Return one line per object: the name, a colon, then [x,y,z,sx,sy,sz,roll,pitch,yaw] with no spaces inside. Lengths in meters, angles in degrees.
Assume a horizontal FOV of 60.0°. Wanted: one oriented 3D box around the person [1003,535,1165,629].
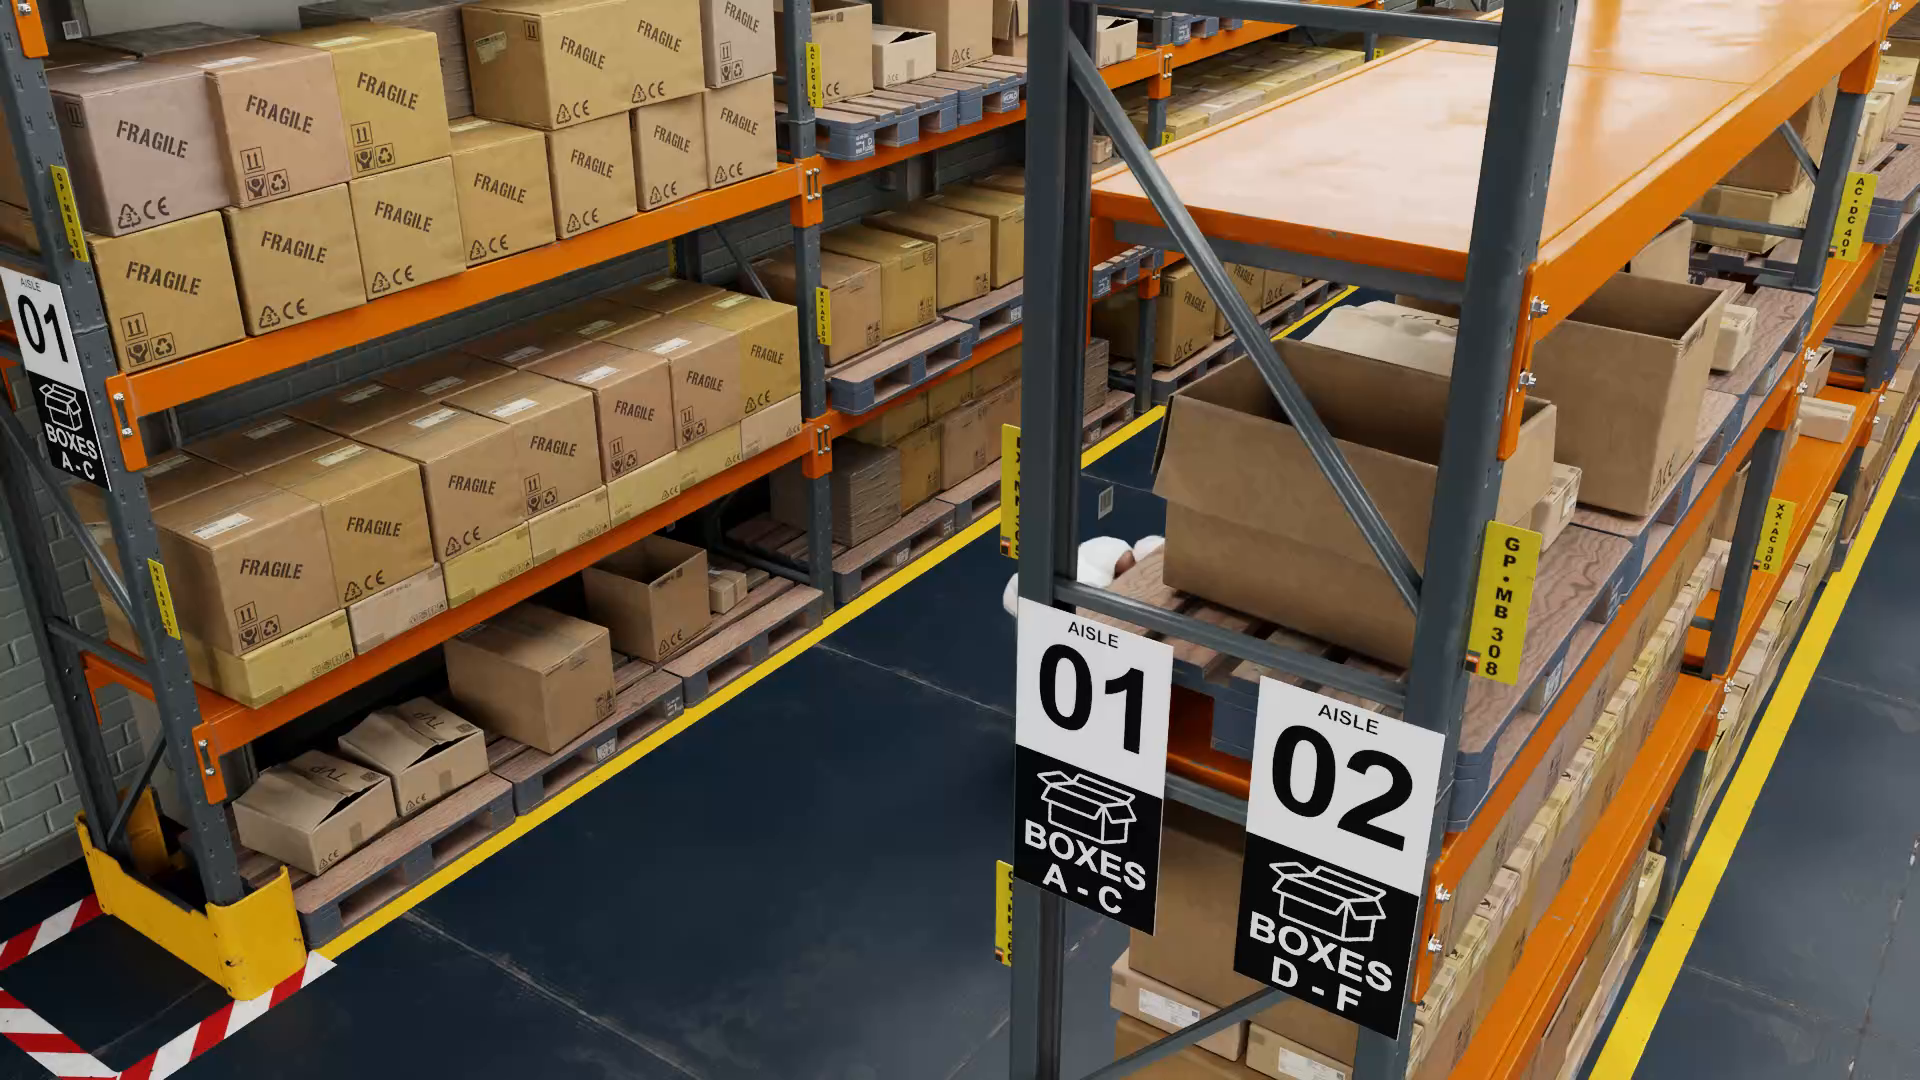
person: [0.660,0.530,8.522,0.896,1.395,0.499,16,31,29]
